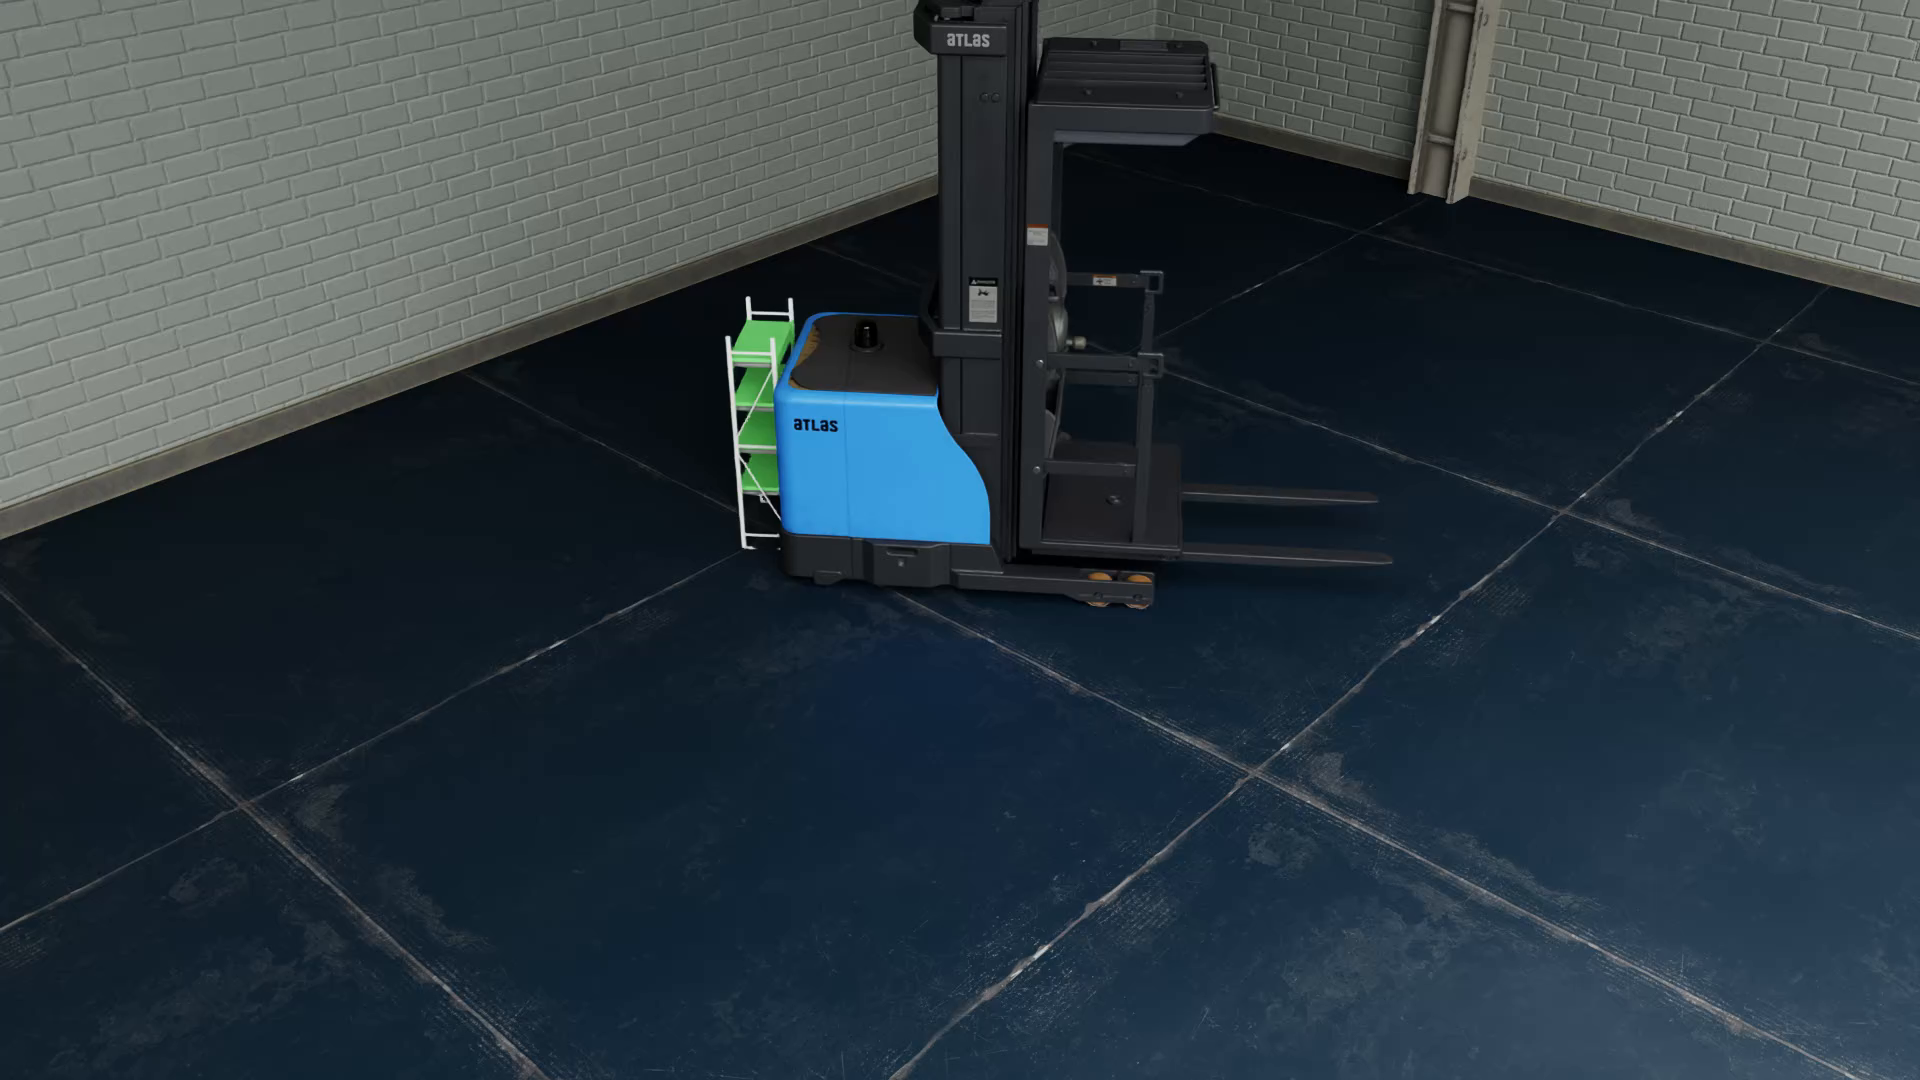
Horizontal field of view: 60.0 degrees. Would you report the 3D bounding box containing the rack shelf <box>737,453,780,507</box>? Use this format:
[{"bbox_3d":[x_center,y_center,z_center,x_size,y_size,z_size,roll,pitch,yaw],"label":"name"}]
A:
[{"bbox_3d":[-0.994,-0.333,8.728,0.258,0.148,0.480,3,31,4],"label":"rack shelf"}]

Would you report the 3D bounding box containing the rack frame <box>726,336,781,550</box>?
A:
[{"bbox_3d":[-1.016,-0.468,8.363,0.240,1.200,0.015,3,31,4],"label":"rack frame"}]

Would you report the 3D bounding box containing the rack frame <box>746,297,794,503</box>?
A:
[{"bbox_3d":[-0.972,-0.718,8.780,0.240,1.200,0.015,3,31,4],"label":"rack frame"}]

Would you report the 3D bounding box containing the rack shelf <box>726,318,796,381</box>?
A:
[{"bbox_3d":[-0.994,-0.949,8.357,0.258,0.148,0.480,3,31,4],"label":"rack shelf"}]

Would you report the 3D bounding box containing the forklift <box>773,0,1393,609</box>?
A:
[{"bbox_3d":[0.649,-1.206,7.911,3.031,2.935,1.130,3,31,5],"label":"forklift"}]

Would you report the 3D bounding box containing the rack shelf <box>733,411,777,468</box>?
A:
[{"bbox_3d":[-0.994,-0.538,8.604,0.258,0.148,0.480,3,31,4],"label":"rack shelf"}]

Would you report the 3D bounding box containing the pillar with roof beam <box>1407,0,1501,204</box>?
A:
[{"bbox_3d":[0.959,-4.997,8.326,0.400,9.000,9.100,25,39,35],"label":"pillar with roof beam"}]

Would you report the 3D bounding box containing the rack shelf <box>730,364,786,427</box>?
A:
[{"bbox_3d":[-0.994,-0.744,8.481,0.258,0.148,0.480,3,31,4],"label":"rack shelf"}]

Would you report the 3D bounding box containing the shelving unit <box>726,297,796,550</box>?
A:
[{"bbox_3d":[-0.994,-0.593,8.571,0.258,1.200,0.503,3,31,4],"label":"shelving unit"}]
